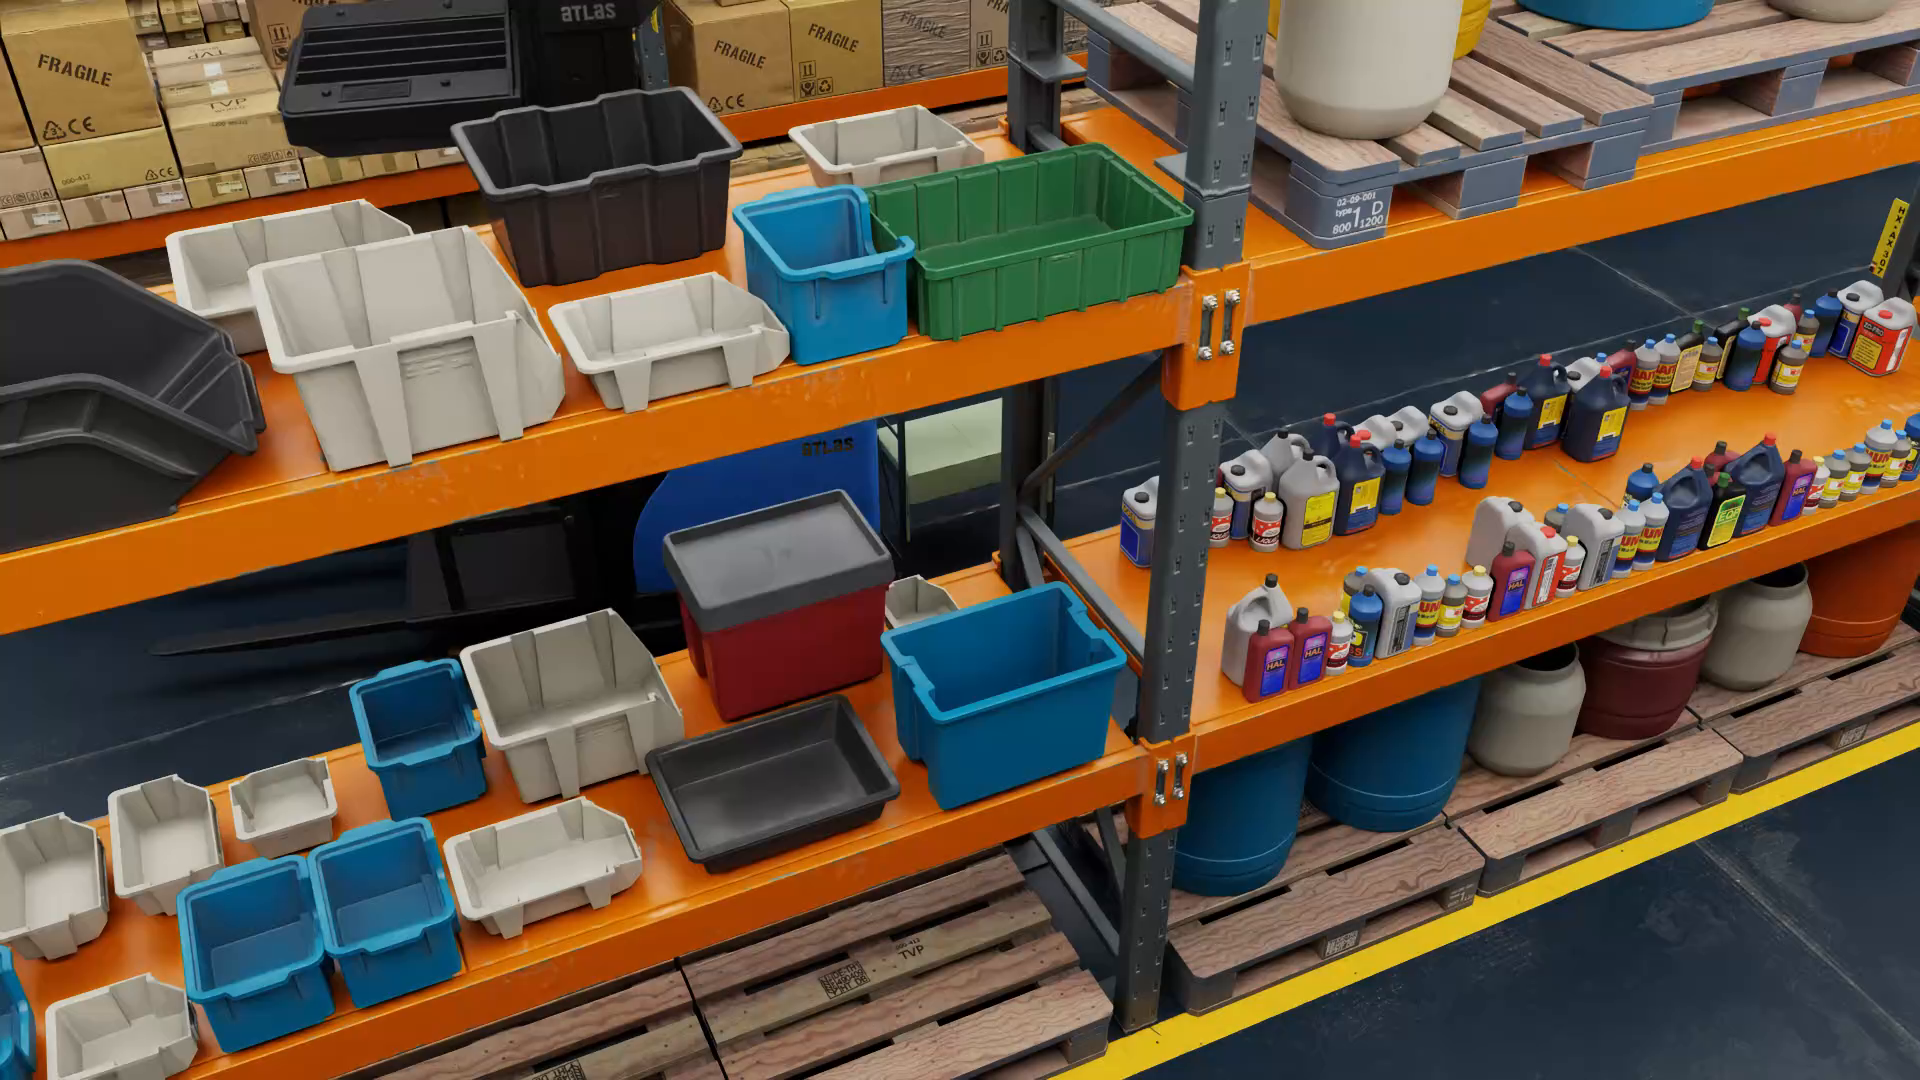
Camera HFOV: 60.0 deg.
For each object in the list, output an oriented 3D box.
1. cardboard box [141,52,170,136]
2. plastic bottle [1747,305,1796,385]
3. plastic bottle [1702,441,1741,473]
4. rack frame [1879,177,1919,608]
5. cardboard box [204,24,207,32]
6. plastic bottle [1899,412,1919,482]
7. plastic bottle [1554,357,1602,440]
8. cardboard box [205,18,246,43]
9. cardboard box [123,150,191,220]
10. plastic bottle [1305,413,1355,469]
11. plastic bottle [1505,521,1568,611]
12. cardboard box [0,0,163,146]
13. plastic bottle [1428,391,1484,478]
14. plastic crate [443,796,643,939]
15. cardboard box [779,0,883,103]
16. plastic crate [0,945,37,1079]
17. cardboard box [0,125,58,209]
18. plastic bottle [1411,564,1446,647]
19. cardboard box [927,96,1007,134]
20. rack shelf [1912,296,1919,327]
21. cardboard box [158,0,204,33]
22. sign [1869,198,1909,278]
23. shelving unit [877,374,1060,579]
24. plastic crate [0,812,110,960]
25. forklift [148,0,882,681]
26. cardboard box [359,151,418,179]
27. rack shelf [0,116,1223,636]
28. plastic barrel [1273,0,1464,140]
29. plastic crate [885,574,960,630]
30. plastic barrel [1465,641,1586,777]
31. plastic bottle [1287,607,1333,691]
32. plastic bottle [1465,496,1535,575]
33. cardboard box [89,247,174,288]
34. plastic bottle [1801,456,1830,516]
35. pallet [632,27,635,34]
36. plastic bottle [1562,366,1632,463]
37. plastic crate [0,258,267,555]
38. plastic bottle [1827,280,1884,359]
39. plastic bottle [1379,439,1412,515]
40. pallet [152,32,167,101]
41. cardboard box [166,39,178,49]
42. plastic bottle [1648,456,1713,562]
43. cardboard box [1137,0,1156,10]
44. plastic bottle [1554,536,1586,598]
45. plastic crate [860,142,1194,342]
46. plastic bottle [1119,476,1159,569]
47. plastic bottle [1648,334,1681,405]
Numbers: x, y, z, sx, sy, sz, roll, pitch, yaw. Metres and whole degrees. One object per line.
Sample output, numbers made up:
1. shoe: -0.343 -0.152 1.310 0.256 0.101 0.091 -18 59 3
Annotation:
1. cardboard box: -4.086 -2.082 7.916 0.500 0.250 0.500 -17 40 -21
2. plastic bottle: 3.066 -0.752 6.350 0.135 0.276 0.152 -16 39 -20
3. plastic bottle: 2.566 -0.217 5.622 0.133 0.283 0.061 -16 39 -20
4. rack frame: 4.014 -0.854 6.384 0.127 3.000 1.000 -16 39 -20
5. cardboard box: -5.556 -3.860 12.477 0.250 0.149 0.380 -15 39 -19
6. plastic bottle: 3.332 -0.343 5.803 0.097 0.271 0.097 0 37 0
7. plastic bottle: 2.230 -0.518 6.035 0.135 0.276 0.152 -16 39 -20
8. cardboard box: -5.354 -3.765 12.100 0.250 0.149 0.380 -14 39 -18
9. cardboard box: -3.708 -1.638 7.652 0.250 0.149 0.380 -16 39 -20
10. plastic bottle: 1.253 -0.278 5.648 0.185 0.351 0.144 -16 39 -20
11. plastic bottle: 1.812 0.062 5.253 0.135 0.276 0.152 -16 39 -20
12. cardboard box: -3.864 -2.098 7.307 0.500 0.500 0.500 -17 40 -21
13. plastic bottle: 1.731 -0.379 5.847 0.135 0.276 0.152 -16 39 -20
14. plastic crate: -1.056 0.843 4.267 0.466 0.136 0.293 -16 39 -20
15. cardboard box: -0.734 -2.662 8.738 0.500 0.500 0.500 -16 39 -20
16. plastic crate: -2.269 1.162 3.755 0.300 0.233 0.416 -16 39 -20
17. cardboard box: -4.315 -1.671 7.361 0.500 0.250 0.500 -16 39 -20
18. plastic bottle: 1.422 0.191 5.083 0.097 0.271 0.097 0 37 0
19. cardboard box: -0.332 -2.228 9.666 0.875 0.875 1.225 -17 40 -21
20. rack shelf: 5.825 -1.072 7.281 4.000 0.370 1.077 -16 39 -20
21. cardboard box: -5.547 -3.757 11.838 0.250 0.149 0.380 -15 39 -19
22. sign: 3.774 -1.215 6.733 0.005 0.325 0.100 -16 39 -20
23. shelving unit: 0.007 -0.604 7.306 0.755 1.500 0.431 -16 39 -20
24. plastic crate: -2.298 0.883 4.213 0.243 0.136 0.396 -16 39 -20
25. forklift: -1.900 -0.936 6.551 3.031 2.935 1.130 -8 37 -11
26. cardboard box: -2.780 -1.897 8.001 0.250 0.149 0.380 -15 39 -19
27. rack shelf: -1.417 -0.251 3.657 4.000 0.370 1.077 -16 39 -20
28. plastic barrel: 0.976 -1.268 3.957 0.433 0.535 0.433 0 37 0
29. plastic crate: -0.089 0.281 5.025 0.243 0.136 0.396 -16 39 -20
30. plastic barrel: 2.083 0.586 6.178 0.421 0.512 0.421 0 37 0
31. plastic bottle: 1.027 0.308 4.914 0.133 0.283 0.061 -16 39 -20
32. plastic bottle: 1.747 -0.020 5.363 0.135 0.276 0.152 -16 39 -20
33. cardboard box: -3.963 -1.251 8.350 0.875 0.875 0.875 -16 39 -20
34. plastic bottle: 2.891 -0.192 5.657 0.097 0.201 0.097 0 37 0
35. pallet: -3.023 -4.291 13.358 1.213 0.211 1.003 -16 39 -20
36. plastic bottle: 2.270 -0.462 5.896 0.185 0.351 0.144 -16 39 -20
37. plastic crate: -1.728 -0.248 3.100 0.767 0.338 0.504 -16 39 -20
38. plastic bottle: 3.485 -0.869 6.508 0.135 0.276 0.152 -16 39 -20
39. plastic bottle: 1.470 -0.222 5.639 0.097 0.271 0.097 0 37 0
40. pallet: -5.426 -3.593 12.417 1.213 0.211 1.003 -16 39 -20
41. cardboard box: -5.583 -3.499 11.990 0.250 0.149 0.380 -18 40 -22
42. plastic bottle: 2.345 -0.114 5.428 0.185 0.351 0.144 -16 39 -20
43. cardboard box: 1.114 -3.184 9.441 0.500 0.500 0.500 -16 39 -20
44. plastic bottle: 1.929 0.077 5.295 0.097 0.201 0.097 0 37 0
45. plastic crate: 0.138 -0.691 3.824 0.662 0.188 0.450 -16 39 -20
46. plastic bottle: 0.612 -0.066 5.425 0.135 0.276 0.152 -16 39 -20
47. plastic bottle: 2.620 -0.644 6.208 0.097 0.271 0.097 0 37 0
